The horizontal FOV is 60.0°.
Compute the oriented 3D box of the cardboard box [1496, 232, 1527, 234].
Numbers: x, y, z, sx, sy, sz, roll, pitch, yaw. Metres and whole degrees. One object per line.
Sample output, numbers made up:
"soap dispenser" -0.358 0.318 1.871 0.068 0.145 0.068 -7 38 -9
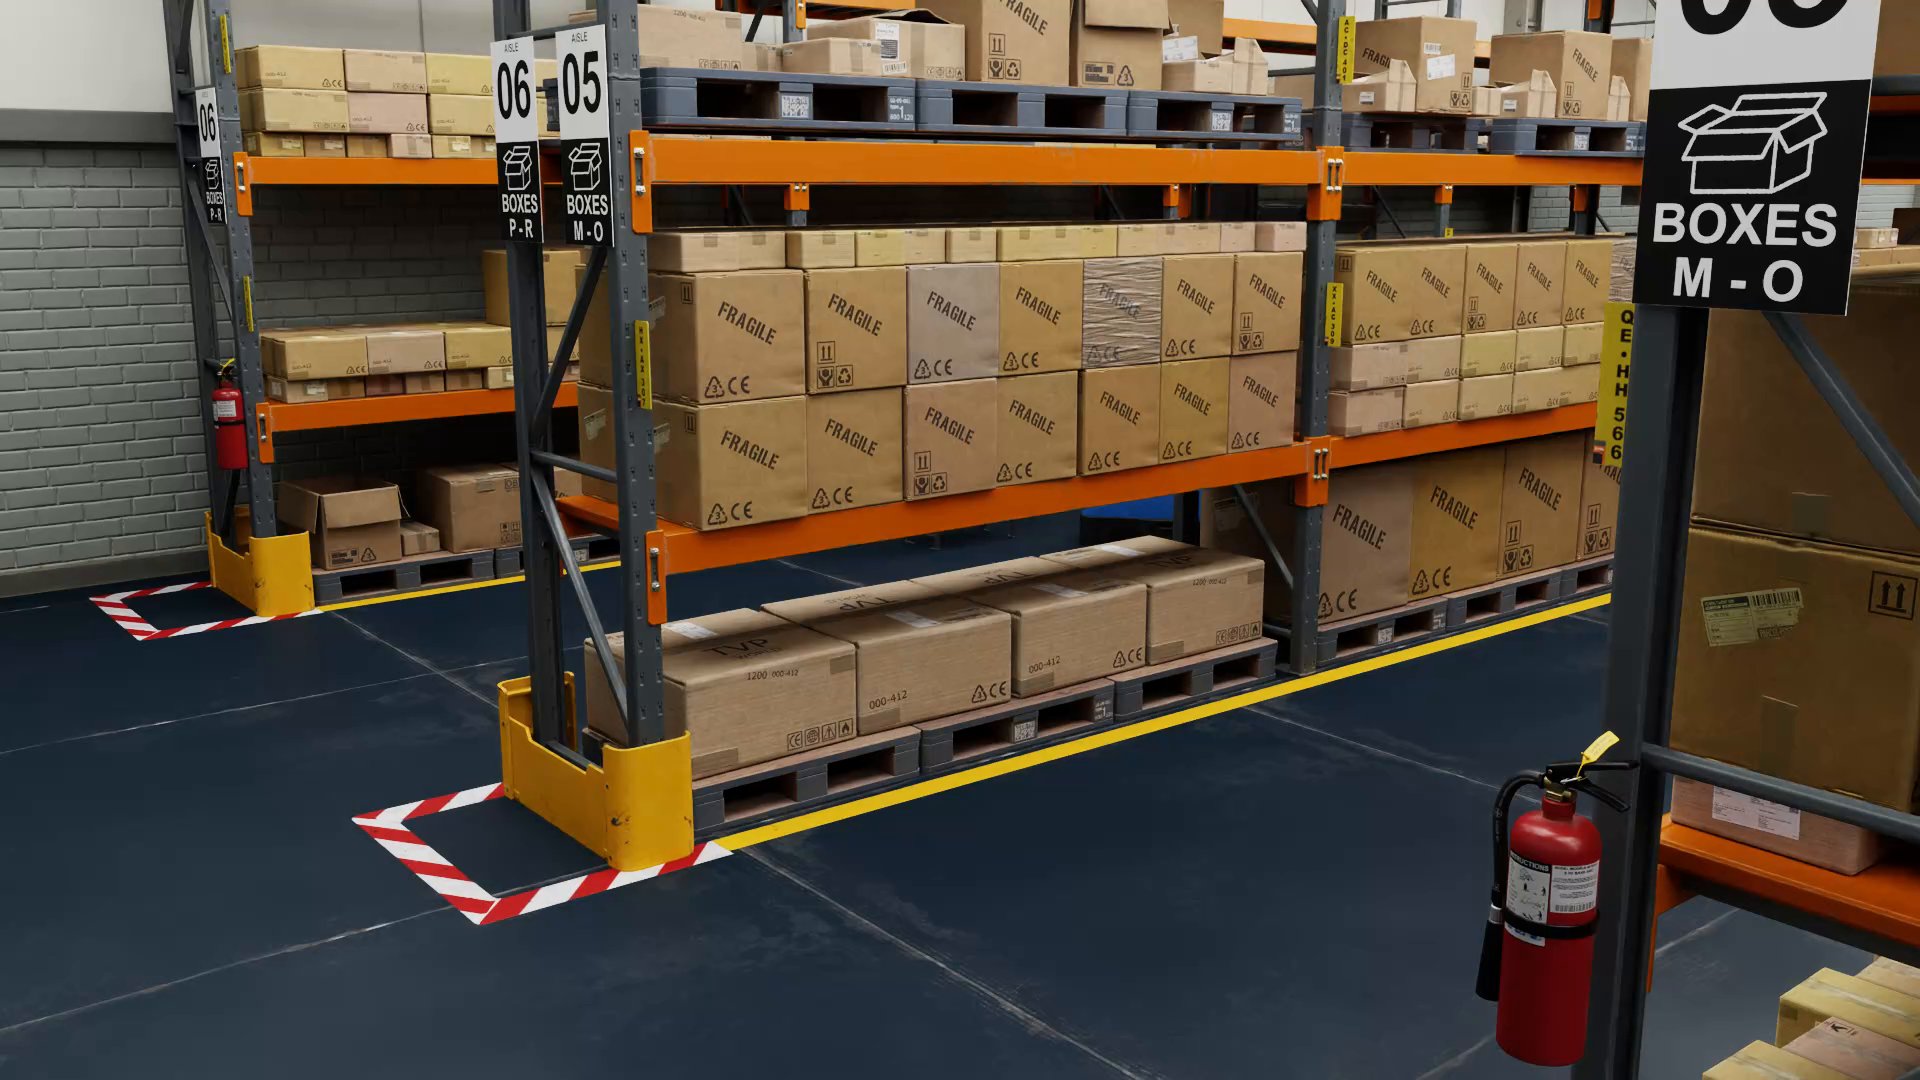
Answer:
"cardboard box" 6.387 -3.514 19.440 0.250 0.149 0.380 -10 15 -39

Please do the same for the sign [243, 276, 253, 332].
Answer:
"sign" -4.290 -1.422 10.020 0.005 0.325 0.100 -9 15 -38

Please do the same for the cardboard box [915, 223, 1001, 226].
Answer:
"cardboard box" -0.012 -1.463 8.087 0.250 0.149 0.380 -9 15 -37

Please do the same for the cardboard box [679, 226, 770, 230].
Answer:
"cardboard box" -1.038 -1.300 7.322 0.250 0.149 0.380 -10 15 -38

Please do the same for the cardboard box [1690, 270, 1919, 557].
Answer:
"cardboard box" 1.848 -0.276 3.341 0.500 0.500 0.500 -10 15 -39

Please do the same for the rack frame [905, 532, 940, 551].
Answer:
"rack frame" -0.281 -0.687 12.253 0.023 1.500 0.400 -9 15 -38

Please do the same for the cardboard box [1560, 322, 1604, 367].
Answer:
"cardboard box" 3.717 -1.250 10.453 0.500 0.250 0.500 -10 16 -39

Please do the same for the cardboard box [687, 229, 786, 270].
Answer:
"cardboard box" -0.915 -1.184 6.774 0.250 0.149 0.380 -9 15 -36

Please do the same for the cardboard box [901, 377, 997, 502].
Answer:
"cardboard box" -0.185 -0.480 7.426 0.500 0.500 0.500 -10 15 -38

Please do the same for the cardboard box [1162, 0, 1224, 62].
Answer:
"cardboard box" 1.008 -2.529 8.605 0.500 0.500 0.500 -9 15 -37

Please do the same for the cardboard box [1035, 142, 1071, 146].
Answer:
"cardboard box" 0.586 -3.282 14.004 0.500 0.250 0.500 -9 15 -38

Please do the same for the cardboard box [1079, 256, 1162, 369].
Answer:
"cardboard box" 0.609 -1.101 7.944 0.500 0.500 0.500 -9 15 -37

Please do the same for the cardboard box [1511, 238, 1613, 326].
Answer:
"cardboard box" 3.694 -1.617 10.376 0.500 0.500 0.500 -9 15 -38

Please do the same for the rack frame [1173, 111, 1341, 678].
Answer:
"rack frame" 1.598 -0.801 9.180 0.127 3.000 1.000 -9 15 -38

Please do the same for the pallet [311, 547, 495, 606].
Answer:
"pallet" -3.948 0.164 11.349 1.213 0.211 1.003 -9 15 -38

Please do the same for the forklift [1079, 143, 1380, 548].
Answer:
"forklift" 2.427 -1.354 11.948 3.031 2.935 1.130 2 12 9

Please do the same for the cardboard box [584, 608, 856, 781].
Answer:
"cardboard box" -1.072 0.664 7.438 0.875 0.438 0.875 -10 16 -40

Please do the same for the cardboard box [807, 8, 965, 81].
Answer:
"cardboard box" -0.325 -2.146 7.256 0.500 0.311 0.500 -9 15 -37

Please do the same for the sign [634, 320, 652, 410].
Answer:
"sign" -1.183 -0.653 6.210 0.005 0.325 0.100 -9 15 -38

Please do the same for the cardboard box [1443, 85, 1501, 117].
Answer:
"cardboard box" 2.805 -2.467 9.355 0.250 0.166 0.380 -11 16 -41

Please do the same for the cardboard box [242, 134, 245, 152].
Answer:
"cardboard box" -4.524 -2.510 10.611 0.250 0.149 0.380 -9 15 -36

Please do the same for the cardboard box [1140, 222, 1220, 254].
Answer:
"cardboard box" 1.082 -1.517 8.344 0.250 0.149 0.380 -9 15 -38

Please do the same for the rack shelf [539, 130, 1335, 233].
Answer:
"rack shelf" 0.036 -1.657 7.721 4.000 0.370 1.077 -9 15 -38

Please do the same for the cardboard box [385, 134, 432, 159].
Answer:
"cardboard box" -3.577 -2.519 10.654 0.250 0.149 0.380 -9 15 -36

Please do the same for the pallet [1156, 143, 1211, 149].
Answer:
"pallet" 2.092 -3.602 15.604 1.003 0.211 1.213 -9 15 -35

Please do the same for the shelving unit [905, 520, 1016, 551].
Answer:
"shelving unit" 0.005 -0.735 12.477 0.755 1.500 0.431 -9 15 -38

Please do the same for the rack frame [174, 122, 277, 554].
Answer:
"rack frame" -4.629 -1.087 10.524 0.127 3.000 1.000 -9 15 -38

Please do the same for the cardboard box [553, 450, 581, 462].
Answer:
"cardboard box" -2.590 -0.373 12.169 0.500 0.500 0.700 -10 16 -40

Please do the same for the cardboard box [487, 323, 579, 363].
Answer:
"cardboard box" -2.933 -1.376 11.530 0.500 0.250 0.500 -10 16 -39

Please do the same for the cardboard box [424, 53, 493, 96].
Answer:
"cardboard box" -3.333 -3.018 10.839 0.500 0.250 0.500 -10 15 -39

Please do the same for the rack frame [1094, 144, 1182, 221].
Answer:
"rack frame" 1.618 -2.125 15.413 0.127 3.000 1.000 -9 15 -38

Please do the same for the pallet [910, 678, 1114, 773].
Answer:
"pallet" 0.002 0.808 8.315 1.213 0.211 1.003 -9 15 -38

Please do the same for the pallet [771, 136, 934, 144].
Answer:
"pallet" -0.953 -3.054 13.022 1.003 0.211 1.213 -9 15 -38

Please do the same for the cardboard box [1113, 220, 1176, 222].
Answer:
"cardboard box" 0.999 -1.622 8.835 0.250 0.149 0.380 -9 15 -37

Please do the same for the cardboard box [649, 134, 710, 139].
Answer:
"cardboard box" -2.125 -2.973 11.830 0.500 0.250 0.500 -10 16 -40

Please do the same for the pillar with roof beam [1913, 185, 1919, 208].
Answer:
"pillar with roof beam" 18.818 -7.012 23.986 0.400 9.000 9.100 -9 15 -38

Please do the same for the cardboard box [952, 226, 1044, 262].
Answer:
"cardboard box" 0.162 -1.333 7.475 0.250 0.149 0.380 -10 16 -39

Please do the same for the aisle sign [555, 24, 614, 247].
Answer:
"aisle sign" -1.400 -1.497 6.200 0.004 0.787 0.394 -9 15 -38

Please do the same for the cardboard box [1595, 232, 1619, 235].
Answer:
"cardboard box" 7.543 -3.557 19.639 0.250 0.149 0.380 -9 15 -38

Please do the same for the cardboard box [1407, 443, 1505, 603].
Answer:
"cardboard box" 2.733 -0.179 10.355 0.875 0.875 0.875 -9 15 -36

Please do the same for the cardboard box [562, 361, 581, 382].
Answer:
"cardboard box" -2.813 -1.203 11.678 0.250 0.149 0.380 -9 15 -38

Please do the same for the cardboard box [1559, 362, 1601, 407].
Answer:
"cardboard box" 3.696 -1.007 10.513 0.500 0.250 0.500 -10 15 -38

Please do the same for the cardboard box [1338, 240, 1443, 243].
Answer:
"cardboard box" 2.598 -1.569 10.147 0.500 0.500 0.500 -9 15 -36

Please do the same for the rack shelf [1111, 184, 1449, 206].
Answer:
"rack shelf" 3.179 -3.500 16.398 4.000 0.370 1.077 -9 15 -38

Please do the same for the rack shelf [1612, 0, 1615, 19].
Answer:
"rack shelf" 6.283 -3.967 12.339 4.000 0.370 1.077 -9 15 -38

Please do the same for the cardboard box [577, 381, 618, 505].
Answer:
"cardboard box" -1.314 -0.436 7.222 0.500 0.500 0.500 -9 15 -37

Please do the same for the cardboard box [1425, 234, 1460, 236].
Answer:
"cardboard box" 5.378 -3.351 18.669 0.250 0.149 0.380 -10 15 -39

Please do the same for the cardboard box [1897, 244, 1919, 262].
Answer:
"cardboard box" 7.628 -2.142 13.526 0.500 0.500 0.500 -10 15 -39

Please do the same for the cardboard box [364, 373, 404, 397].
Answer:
"cardboard box" -3.848 -1.042 10.920 0.250 0.149 0.380 -10 15 -38

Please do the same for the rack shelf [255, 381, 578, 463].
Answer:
"rack shelf" -3.067 -0.994 11.821 4.000 0.370 1.077 -9 15 -38

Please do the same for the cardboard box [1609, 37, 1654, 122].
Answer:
"cardboard box" 4.067 -2.882 10.508 0.500 0.500 0.700 -10 16 -40

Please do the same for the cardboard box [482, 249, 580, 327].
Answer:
"cardboard box" -2.935 -1.735 11.420 0.500 0.500 0.500 -9 15 -36

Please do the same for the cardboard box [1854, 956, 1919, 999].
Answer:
"cardboard box" 2.498 1.195 4.199 0.250 0.149 0.380 -10 16 -40
